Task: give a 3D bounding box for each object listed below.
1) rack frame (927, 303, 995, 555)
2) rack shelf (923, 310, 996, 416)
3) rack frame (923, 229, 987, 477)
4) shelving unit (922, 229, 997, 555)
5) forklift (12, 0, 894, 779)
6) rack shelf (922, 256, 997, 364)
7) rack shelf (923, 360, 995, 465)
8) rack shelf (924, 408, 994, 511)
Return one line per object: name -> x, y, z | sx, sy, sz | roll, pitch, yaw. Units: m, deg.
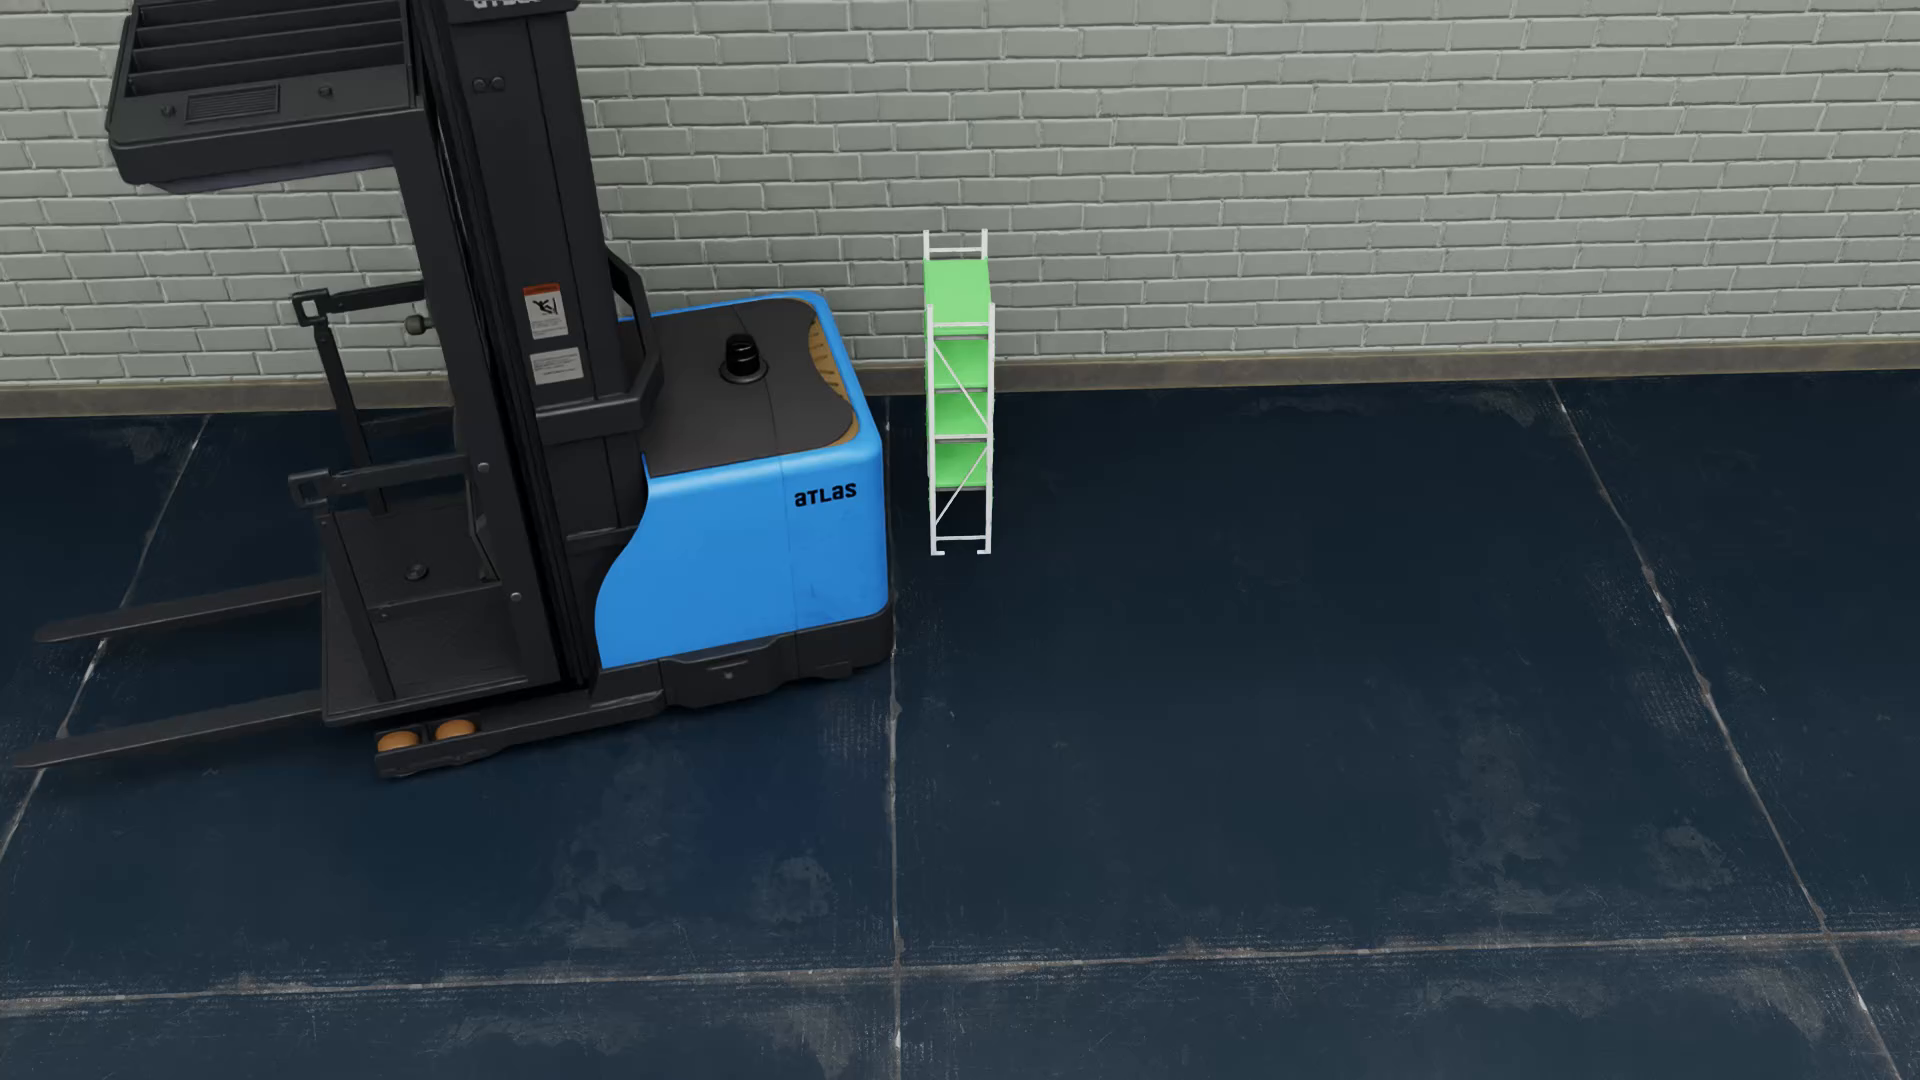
rack frame -> 0.003, -0.389, 6.287 | 0.240, 1.200, 0.015 | -2, 43, -2
rack shelf -> -0.007, -0.684, 6.347 | 0.258, 0.148, 0.480 | -2, 43, -2
rack frame -> -0.017, -0.719, 6.646 | 0.240, 1.200, 0.015 | -2, 43, -2
shelving unit -> -0.007, -0.554, 6.466 | 0.258, 1.200, 0.503 | -2, 43, -2
forklift -> -1.822, -0.649, 5.289 | 3.031, 2.935, 1.130 | -11, 44, -12
rack shelf -> -0.007, -0.861, 6.185 | 0.258, 0.148, 0.480 | -2, 43, -2
rack shelf -> -0.007, -0.507, 6.510 | 0.258, 0.148, 0.480 | -2, 43, -2
rack shelf -> -0.007, -0.330, 6.672 | 0.258, 0.148, 0.480 | -2, 43, -2
